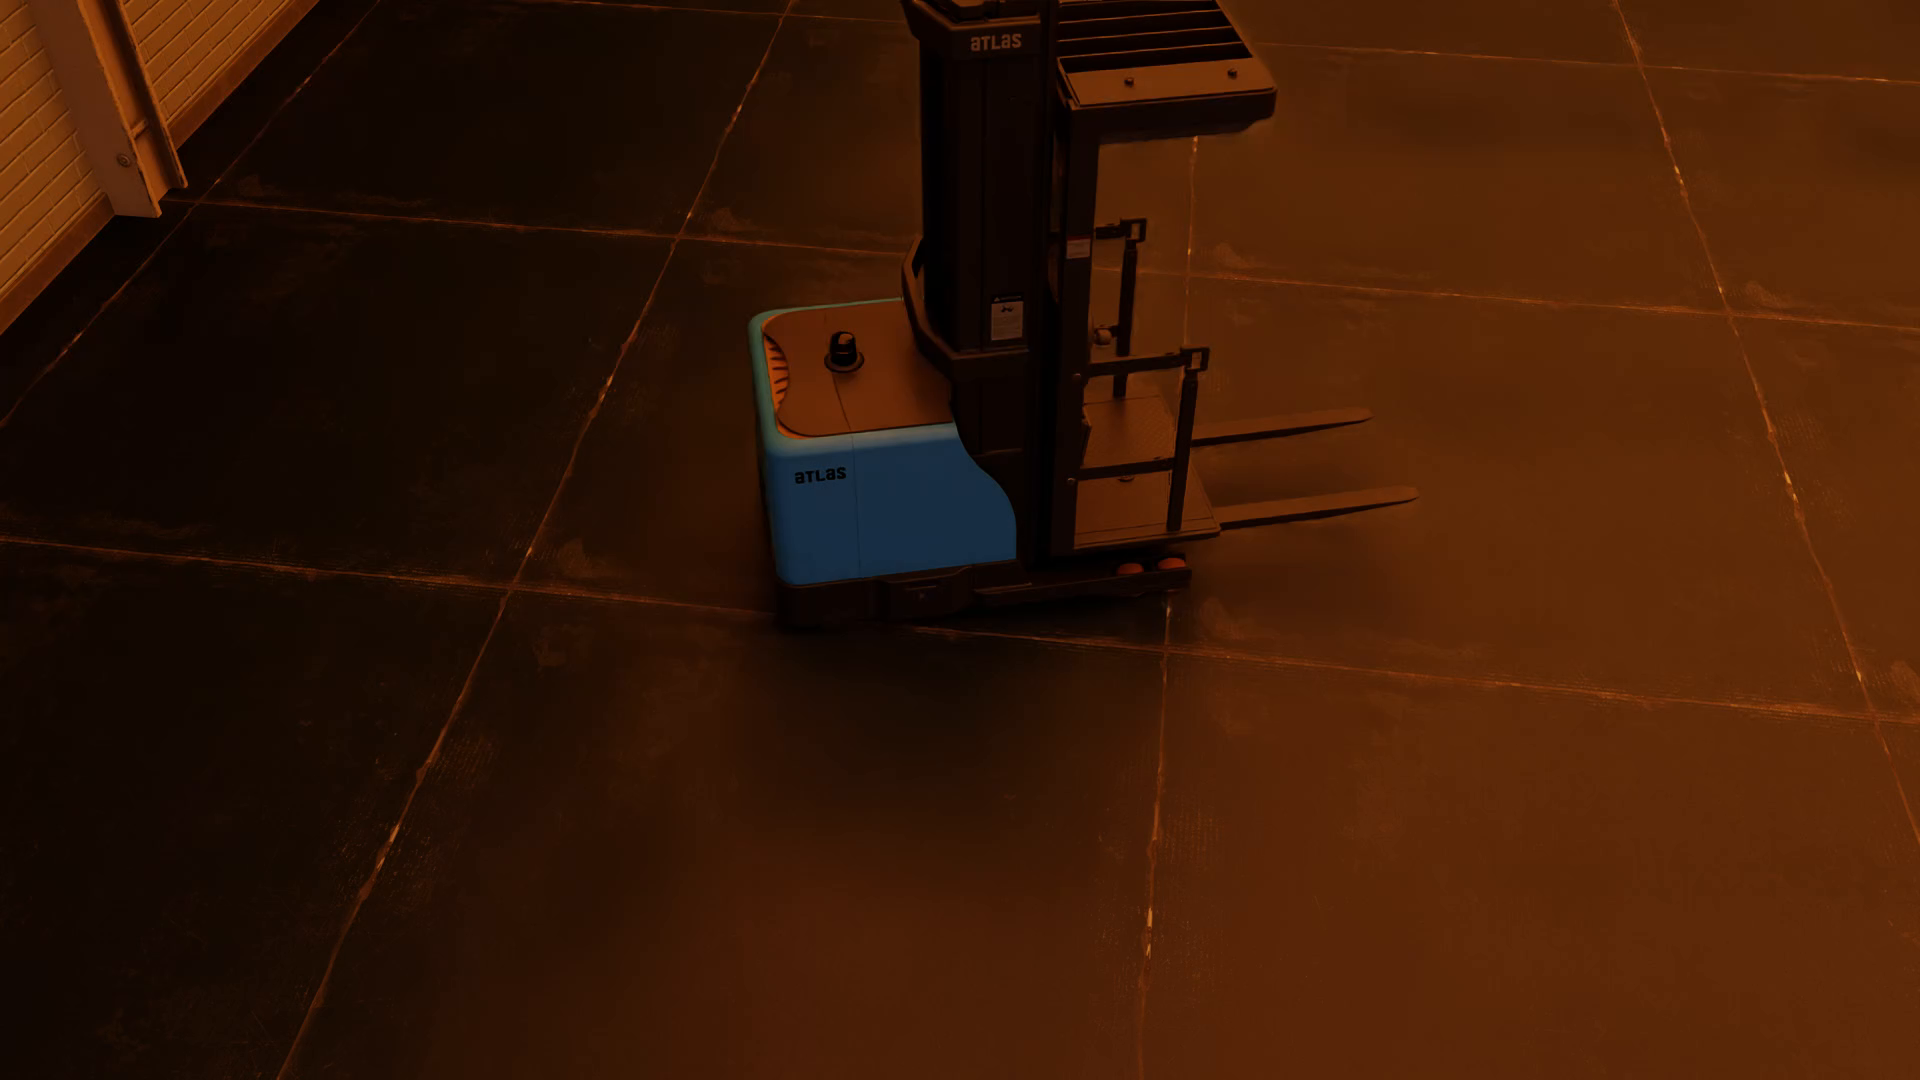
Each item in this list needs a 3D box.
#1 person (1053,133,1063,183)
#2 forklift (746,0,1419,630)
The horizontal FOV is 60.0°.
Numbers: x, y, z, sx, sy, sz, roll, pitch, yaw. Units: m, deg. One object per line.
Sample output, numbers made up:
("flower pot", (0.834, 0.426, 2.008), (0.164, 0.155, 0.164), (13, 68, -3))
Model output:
("person", (0.509, -2.948, 9.789), (0.608, 1.777, 0.452), (6, 43, 6))
("forklift", (0.603, -1.161, 6.988), (3.031, 2.935, 1.130), (-7, 43, -7))
